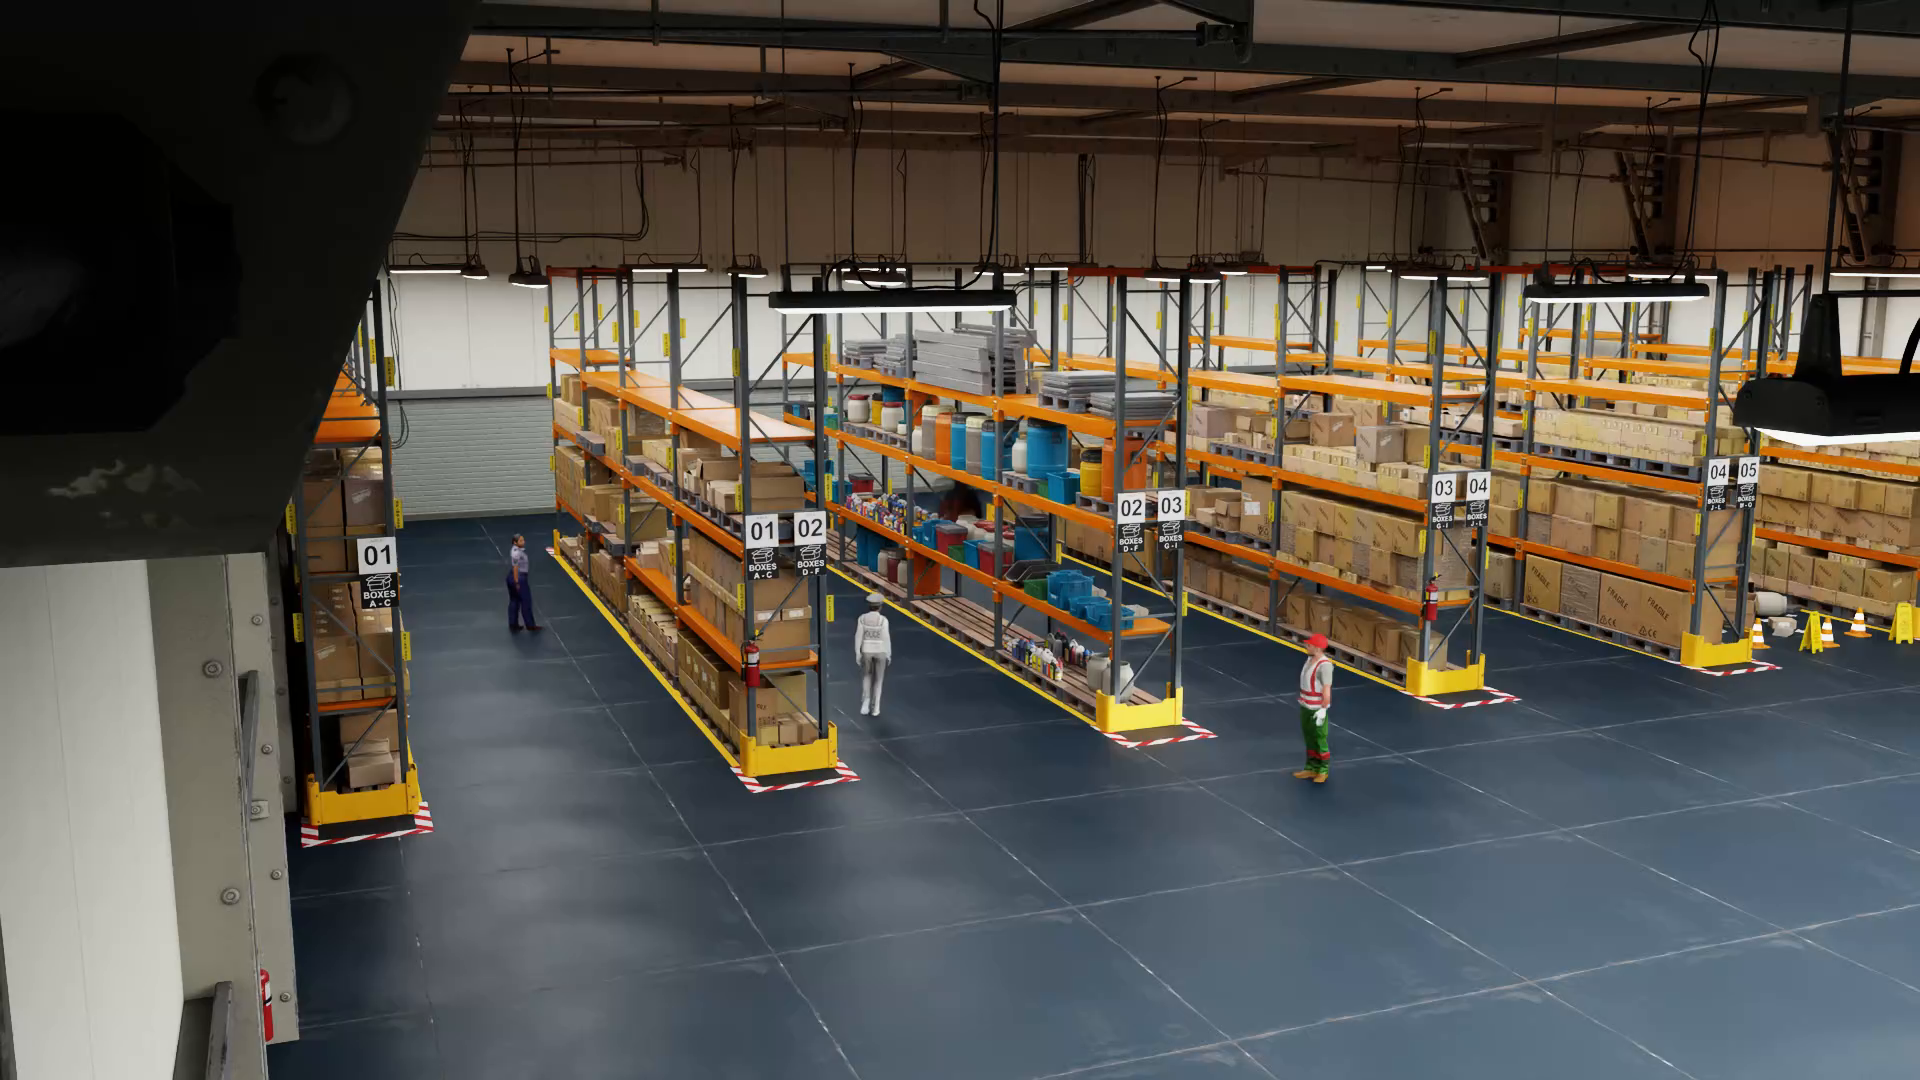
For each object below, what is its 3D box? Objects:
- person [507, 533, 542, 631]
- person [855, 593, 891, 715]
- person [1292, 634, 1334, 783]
[{"bbox_3d":[-7.345,0.696,27.923,0.521,1.648,0.518,-6,11,-29],"label":"person"},{"bbox_3d":[-1.180,1.567,22.771,0.500,1.684,0.407,2,10,11],"label":"person"},{"bbox_3d":[4.263,2.012,19.947,0.372,1.804,0.600,-4,11,-24],"label":"person"}]
